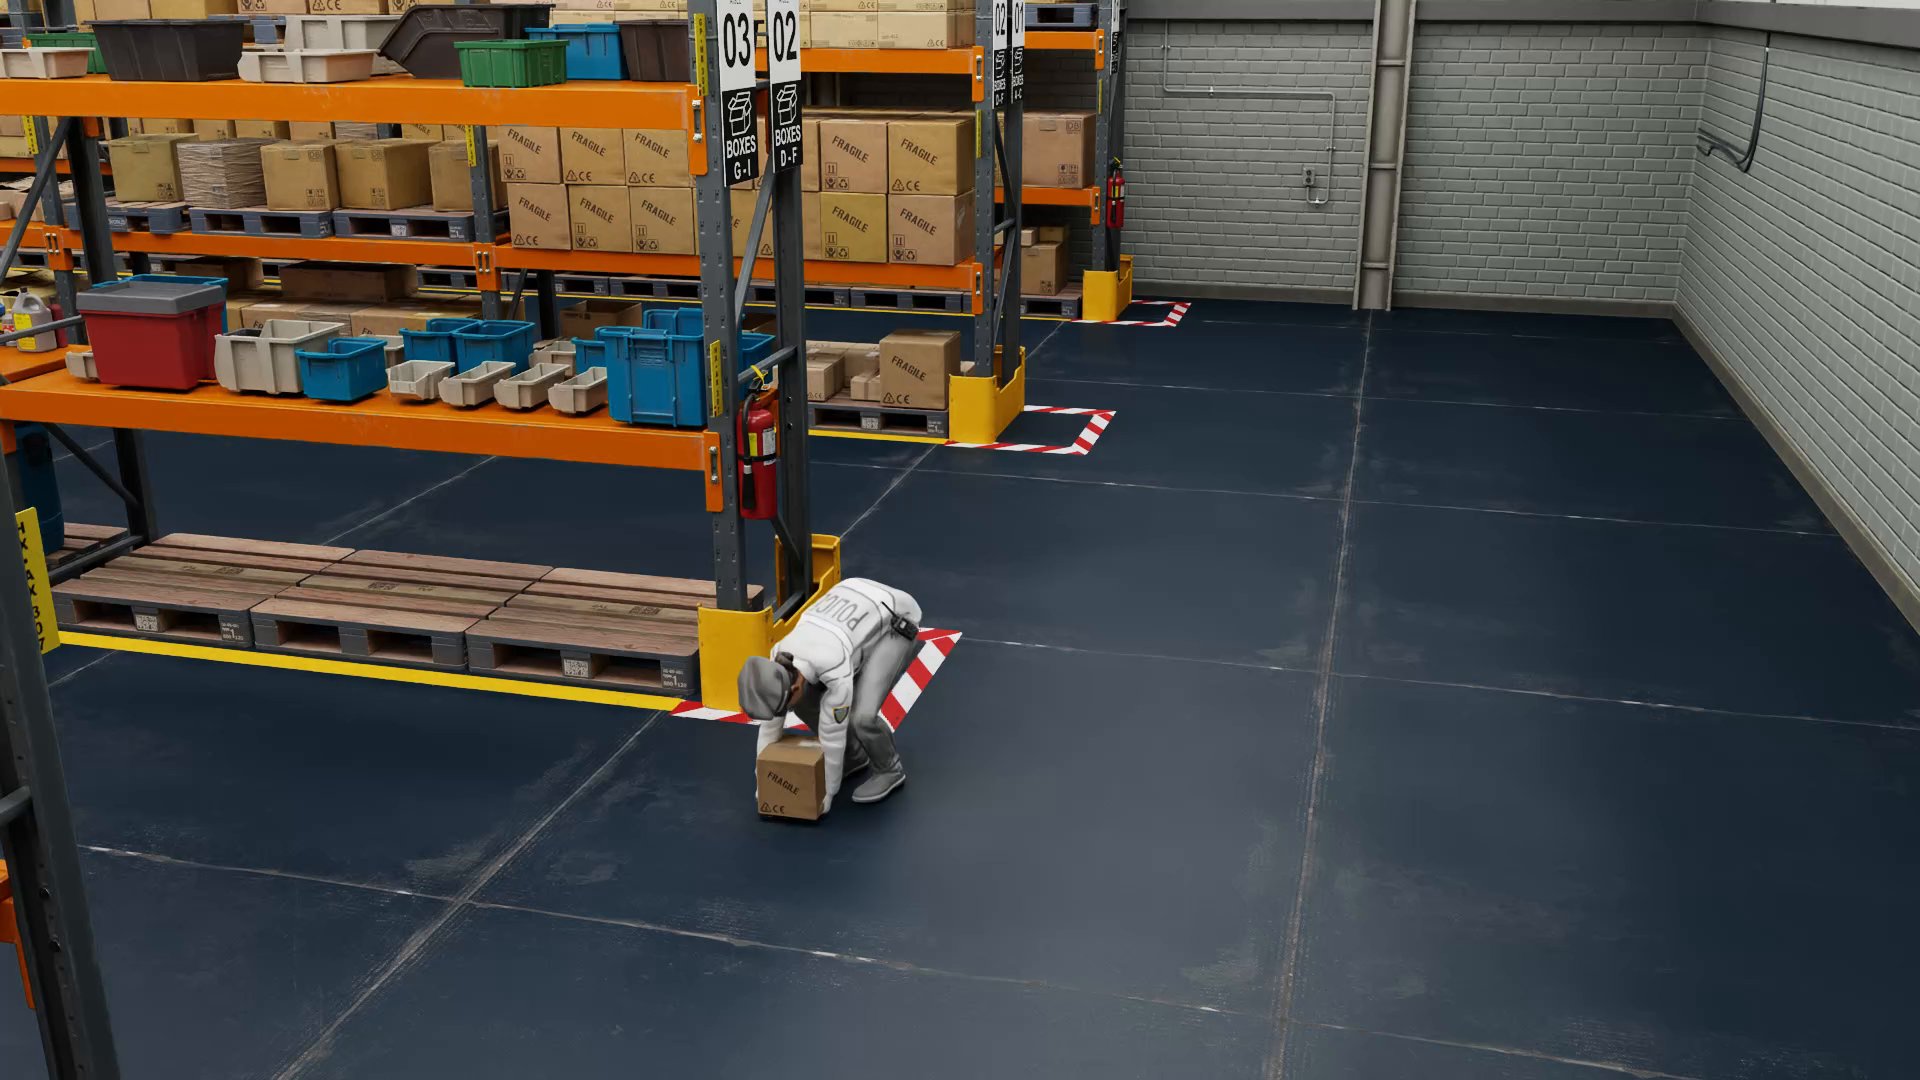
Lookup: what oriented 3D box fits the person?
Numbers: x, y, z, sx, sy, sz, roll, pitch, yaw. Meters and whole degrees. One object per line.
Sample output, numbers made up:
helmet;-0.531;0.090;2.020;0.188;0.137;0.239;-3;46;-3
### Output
person;-0.536;0.656;6.824;0.463;0.883;0.877;16;24;40
